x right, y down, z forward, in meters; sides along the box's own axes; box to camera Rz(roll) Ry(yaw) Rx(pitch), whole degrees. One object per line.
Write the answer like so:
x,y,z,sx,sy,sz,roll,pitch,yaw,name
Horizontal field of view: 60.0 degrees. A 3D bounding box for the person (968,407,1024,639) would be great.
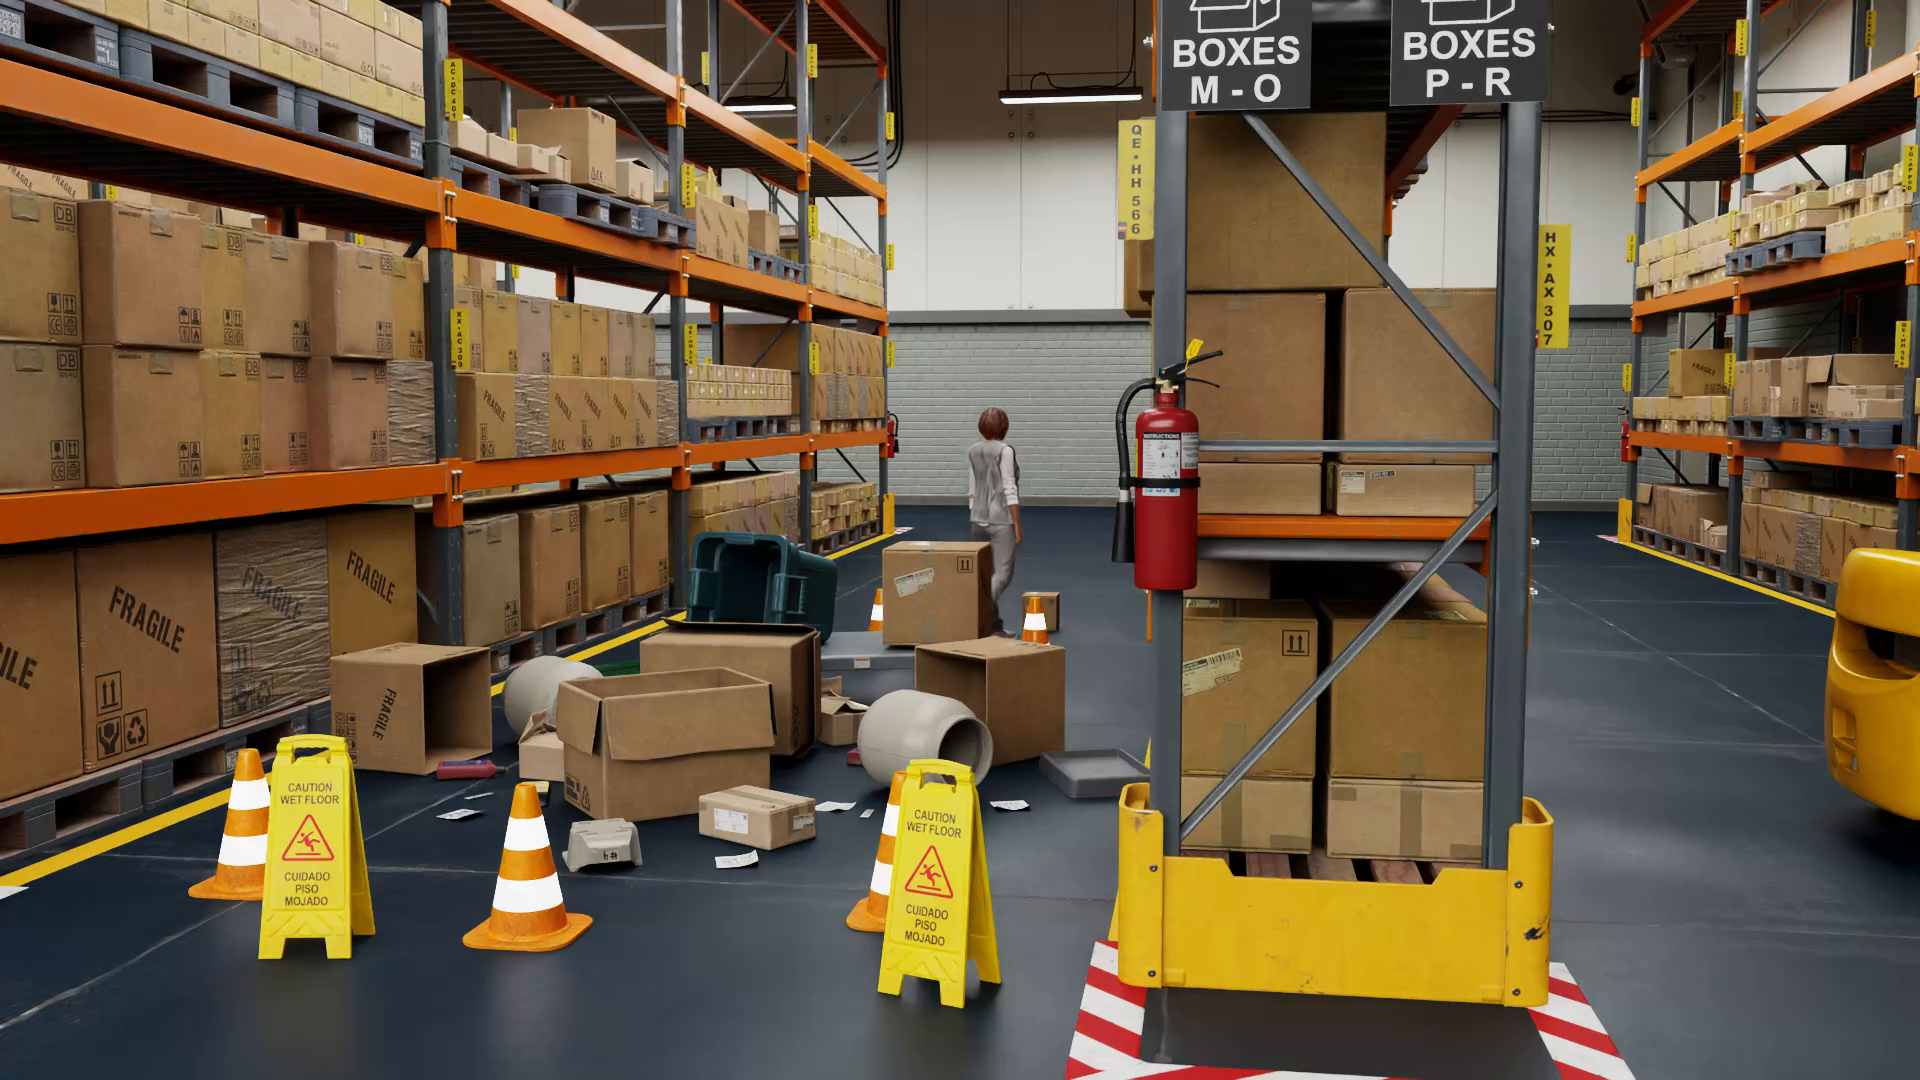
0.221,-0.091,11.121,0.568,1.598,0.451,-4,6,-41,person
